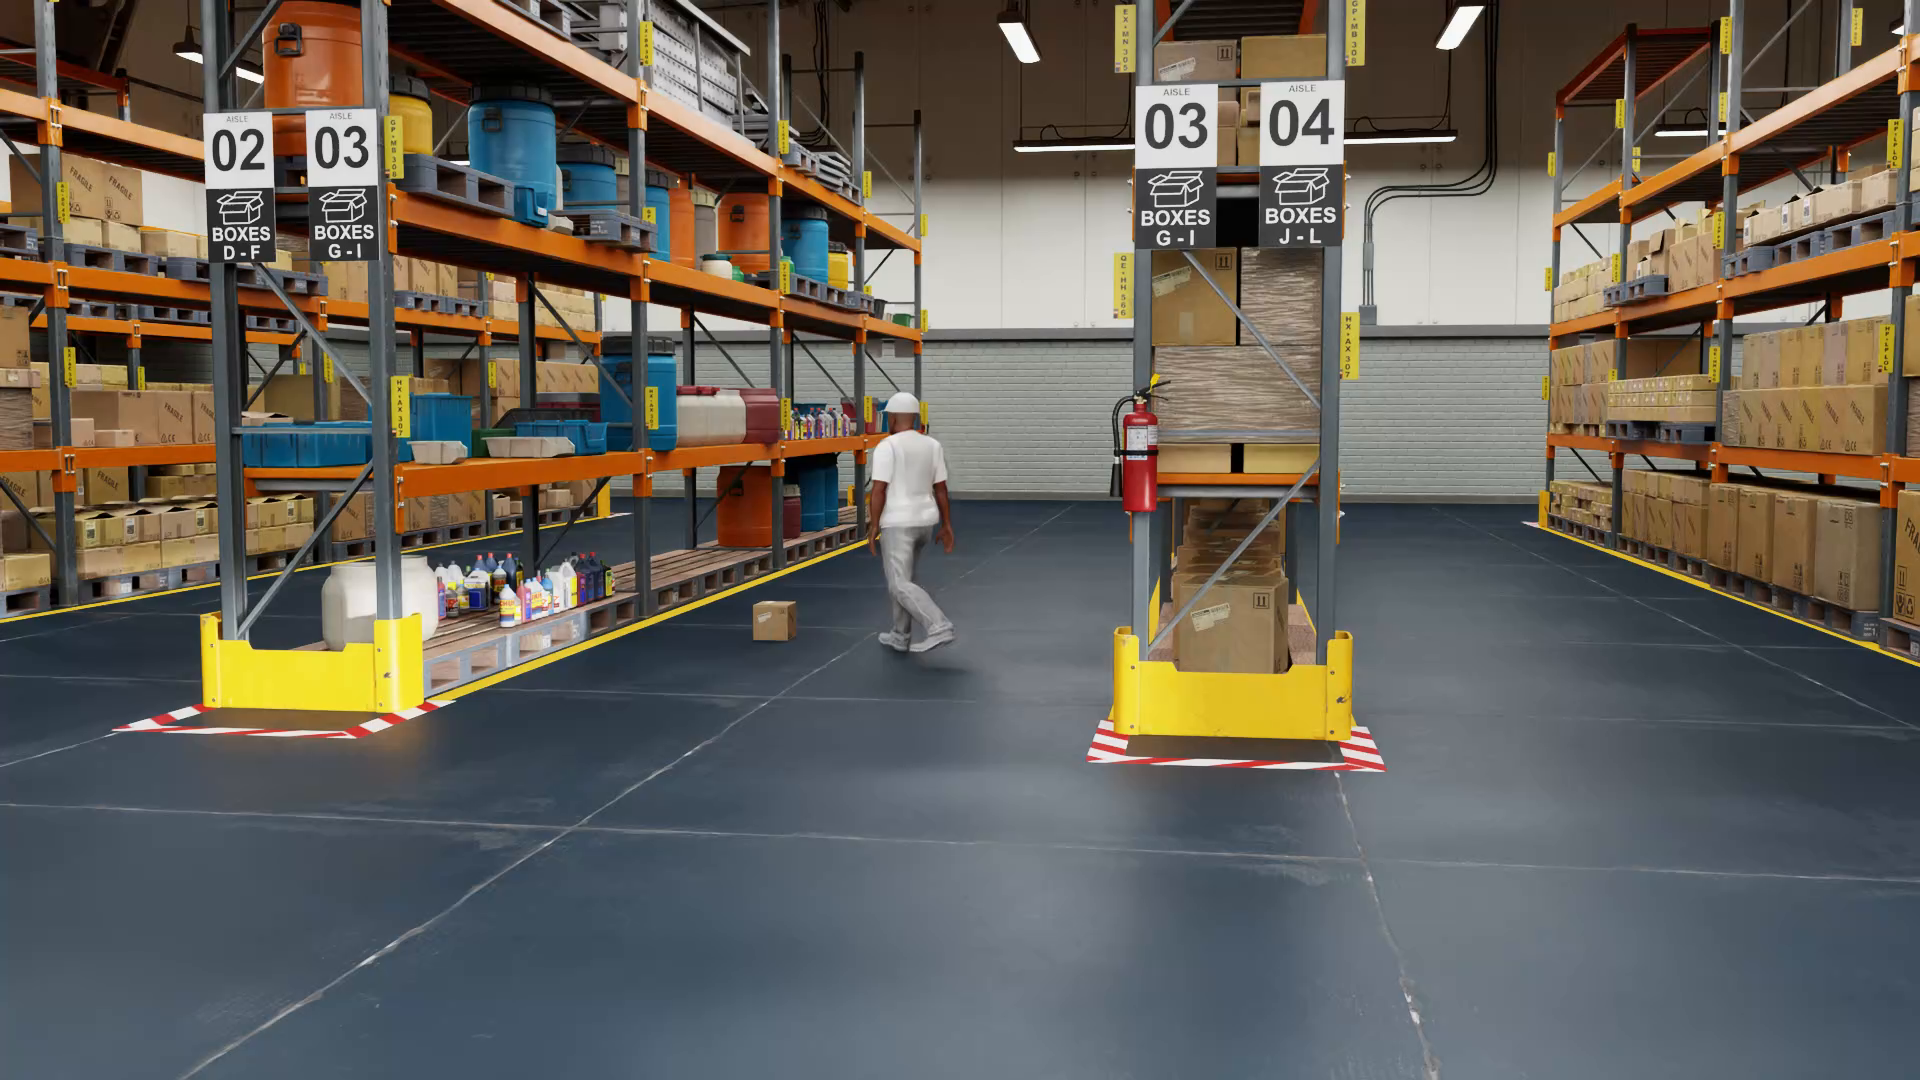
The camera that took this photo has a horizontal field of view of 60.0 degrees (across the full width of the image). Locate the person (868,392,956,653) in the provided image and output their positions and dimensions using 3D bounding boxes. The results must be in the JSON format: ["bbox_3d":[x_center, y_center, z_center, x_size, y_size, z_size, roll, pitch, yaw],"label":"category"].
[{"bbox_3d":[-0.319,-0.101,10.892,0.913,1.727,0.602,4,6,44],"label":"person"}]
